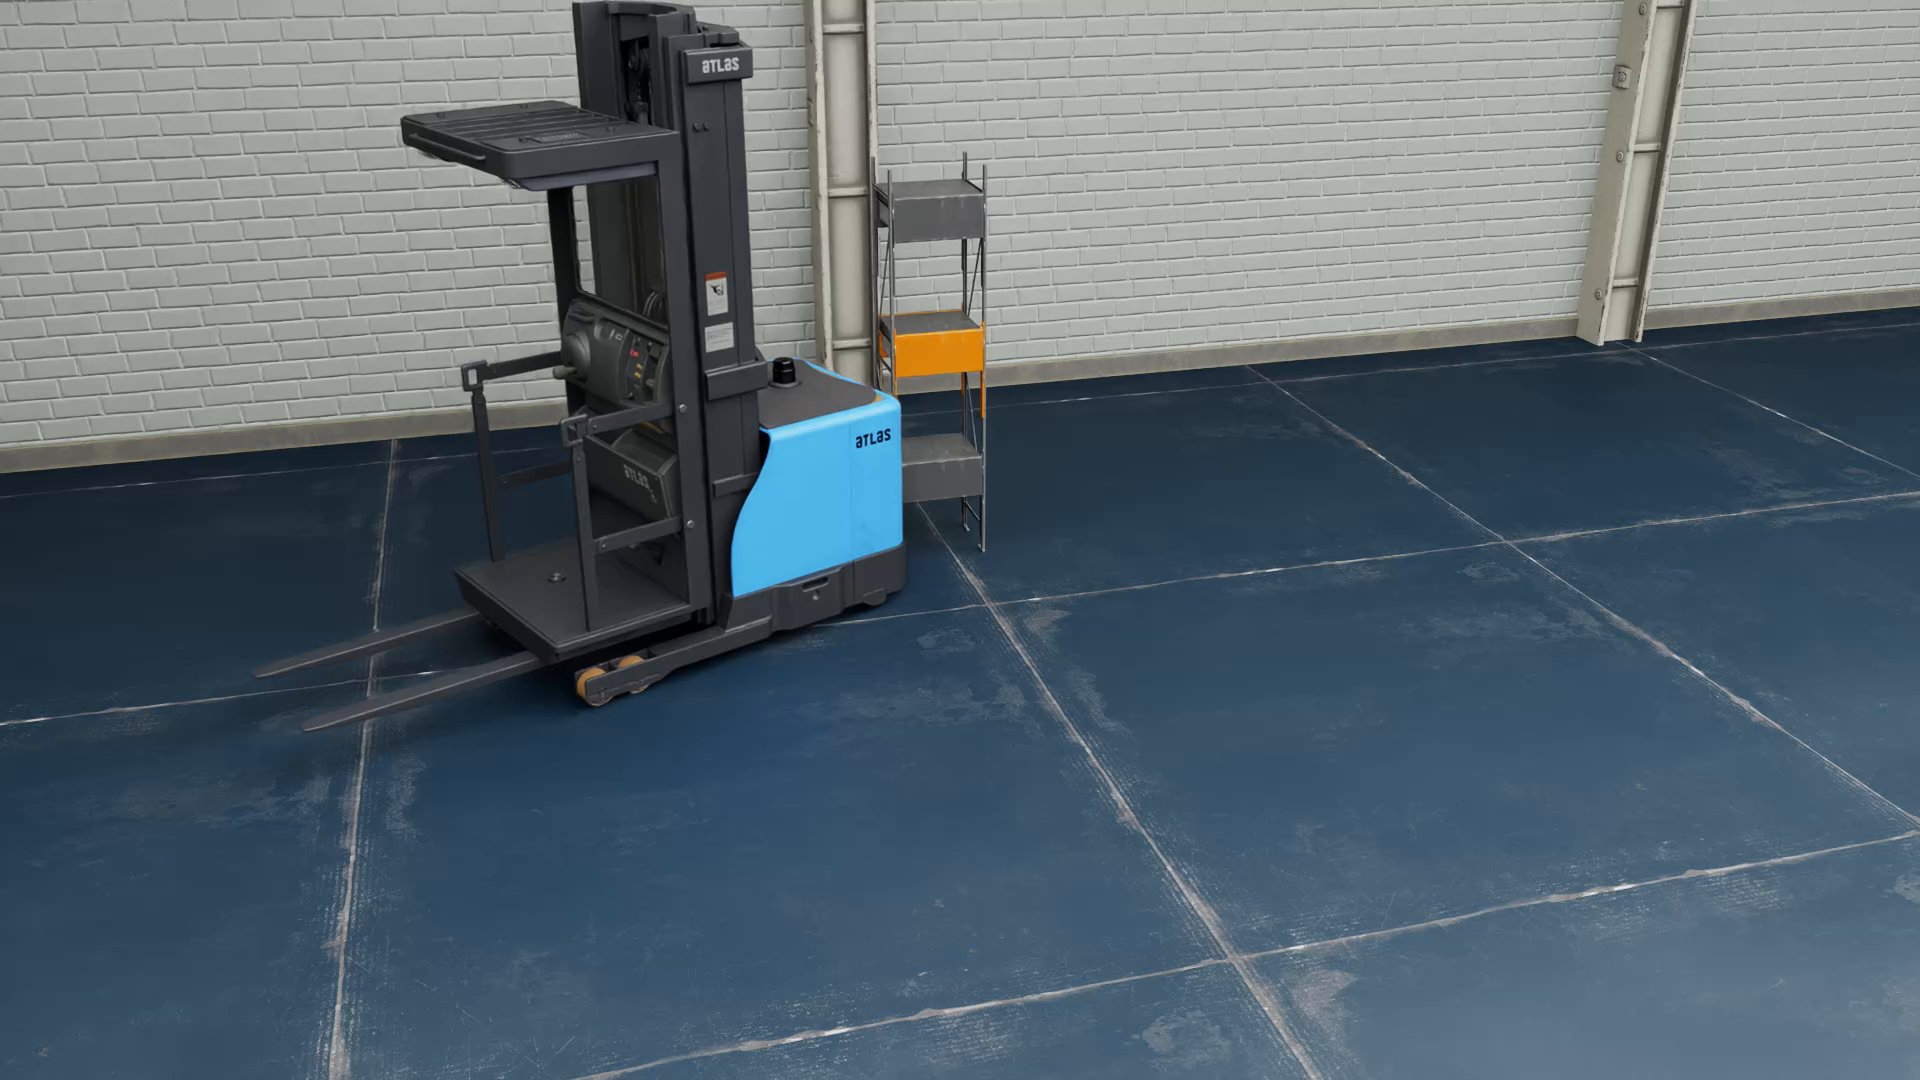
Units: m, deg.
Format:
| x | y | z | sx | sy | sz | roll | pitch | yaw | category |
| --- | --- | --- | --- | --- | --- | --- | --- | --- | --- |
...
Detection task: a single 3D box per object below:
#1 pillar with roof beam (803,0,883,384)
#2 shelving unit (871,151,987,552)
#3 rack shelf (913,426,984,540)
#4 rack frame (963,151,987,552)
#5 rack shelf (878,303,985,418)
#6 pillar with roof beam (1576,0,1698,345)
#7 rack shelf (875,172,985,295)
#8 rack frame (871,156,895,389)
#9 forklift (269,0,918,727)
| x | y | z | sx | sy | sz | roll | pitch | yaw | category |
| --- | --- | --- | --- | --- | --- | --- | --- | --- | --- |
| 0.410 | -3.429 | 5.829 | 0.400 | 9.000 | 9.100 | -6 | 24 | -14 | pillar with roof beam |
| -0.159 | -0.947 | 8.795 | 0.503 | 2.100 | 0.431 | -6 | 24 | -14 | shelving unit |
| -0.159 | -0.291 | 9.076 | 0.480 | 0.518 | 0.431 | -6 | 24 | -14 | rack shelf |
| 0.076 | -0.973 | 8.855 | 0.015 | 2.100 | 0.400 | -6 | 24 | -14 | rack frame |
| -0.159 | -0.935 | 8.800 | 0.480 | 0.518 | 0.431 | -6 | 24 | -14 | rack shelf |
| 6.187 | -4.068 | 7.318 | 0.400 | 9.000 | 9.100 | -6 | 24 | -14 | pillar with roof beam |
| -0.159 | -1.578 | 8.524 | 0.480 | 0.518 | 0.431 | -6 | 24 | -14 | rack shelf |
| -0.394 | -0.921 | 8.734 | 0.015 | 2.100 | 0.400 | -6 | 24 | -14 | rack frame |
| -1.680 | -0.851 | 7.517 | 3.031 | 2.935 | 1.130 | -18 | 29 | -35 | forklift |
